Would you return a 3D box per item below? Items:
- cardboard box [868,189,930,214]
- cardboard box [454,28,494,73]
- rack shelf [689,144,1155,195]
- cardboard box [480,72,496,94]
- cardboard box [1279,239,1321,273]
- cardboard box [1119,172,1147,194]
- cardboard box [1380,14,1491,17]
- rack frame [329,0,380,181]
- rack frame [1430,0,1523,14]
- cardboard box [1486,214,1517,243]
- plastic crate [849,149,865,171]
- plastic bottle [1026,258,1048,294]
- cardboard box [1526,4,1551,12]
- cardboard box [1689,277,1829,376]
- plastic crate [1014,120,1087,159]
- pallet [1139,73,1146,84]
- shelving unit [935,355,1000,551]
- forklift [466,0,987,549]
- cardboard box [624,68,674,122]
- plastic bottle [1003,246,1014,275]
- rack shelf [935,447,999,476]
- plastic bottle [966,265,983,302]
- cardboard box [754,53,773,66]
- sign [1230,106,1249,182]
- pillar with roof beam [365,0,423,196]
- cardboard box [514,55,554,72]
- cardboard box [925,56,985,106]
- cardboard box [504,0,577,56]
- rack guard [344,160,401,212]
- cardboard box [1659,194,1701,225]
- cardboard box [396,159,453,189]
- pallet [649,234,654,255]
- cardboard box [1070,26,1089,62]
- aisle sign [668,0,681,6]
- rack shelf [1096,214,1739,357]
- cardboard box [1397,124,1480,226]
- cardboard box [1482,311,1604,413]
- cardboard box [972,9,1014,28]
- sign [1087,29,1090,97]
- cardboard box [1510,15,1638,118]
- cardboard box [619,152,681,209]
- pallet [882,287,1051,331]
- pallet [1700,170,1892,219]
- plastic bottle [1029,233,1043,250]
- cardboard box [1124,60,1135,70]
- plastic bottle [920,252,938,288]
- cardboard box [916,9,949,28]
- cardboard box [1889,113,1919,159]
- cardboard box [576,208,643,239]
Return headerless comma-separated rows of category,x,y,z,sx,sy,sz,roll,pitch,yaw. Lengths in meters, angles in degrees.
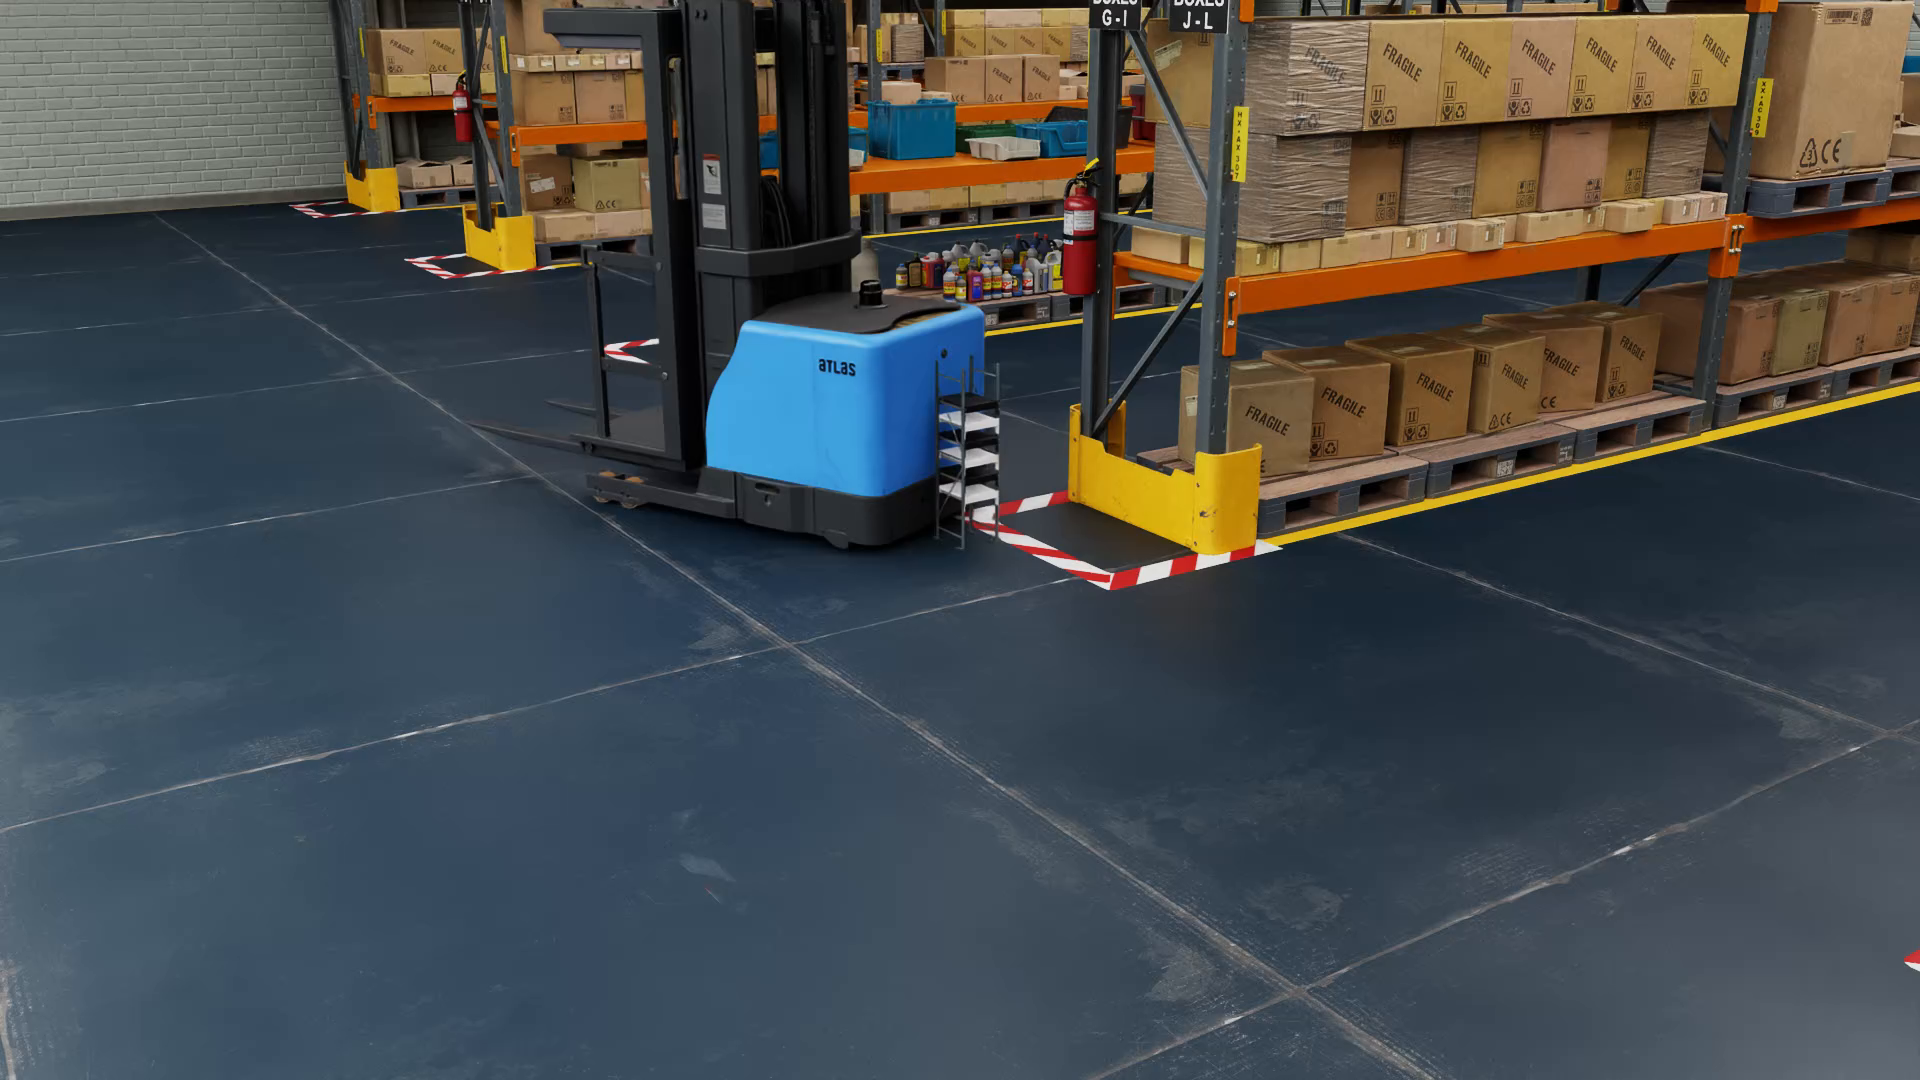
cardboard box,-0.677,-3.768,18.344,0.500,0.250,0.500,-13,22,-33
cardboard box,-5.801,-5.958,20.216,0.500,0.500,0.500,-13,22,-33
rack shelf,-0.099,-2.848,13.109,4.000,0.370,1.077,-12,22,-31
cardboard box,-5.781,-5.609,20.357,0.500,0.250,0.500,-12,22,-32
cardboard box,1.543,-1.418,8.148,0.250,0.149,0.380,-12,22,-31
cardboard box,1.886,-4.310,19.947,0.500,0.250,0.500,-11,22,-30
cardboard box,2.534,-2.600,9.069,0.500,0.500,0.500,-12,22,-31
rack frame,-7.218,-5.487,19.790,0.127,3.000,1.000,-12,22,-31
rack frame,4.912,-4.246,16.120,0.127,3.000,1.000,-12,22,-31
cardboard box,2.766,-1.697,8.973,0.250,0.149,0.380,-12,22,-31
plastic crate,-0.845,-2.783,12.206,0.250,0.136,0.298,-12,22,-31
plastic bottle,0.624,-2.151,13.488,0.135,0.276,0.152,-11,22,-30
cardboard box,7.800,-7.168,23.046,0.500,0.500,0.500,-11,22,-30
cardboard box,5.229,-1.422,10.984,0.500,0.500,0.700,-12,22,-32
plastic crate,0.796,-3.203,13.268,0.616,0.251,0.499,-12,22,-31
pallet,2.718,-5.619,20.480,1.003,0.211,1.213,-12,22,-31
shelving unit,0.035,-0.423,8.092,0.210,0.900,0.258,-13,22,-33
forklift,-1.380,-1.681,8.642,3.031,2.935,1.130,12,22,31
cardboard box,-3.240,-4.468,16.622,0.500,0.500,0.700,-12,22,-31
plastic bottle,0.409,-2.357,14.106,0.097,0.271,0.097,0,19,0
rack shelf,0.035,-0.392,8.102,0.200,0.077,0.258,-13,22,-33
plastic bottle,0.115,-2.029,13.118,0.133,0.283,0.061,-11,22,-31
cardboard box,-2.110,-4.938,16.997,0.250,0.149,0.380,-12,22,-32
sign,1.253,-1.777,7.465,0.005,0.325,0.100,-12,22,-31
pillar with roof beam,-4.741,-7.532,16.473,0.400,9.000,9.100,-12,22,-31
cardboard box,-4.044,-4.528,15.787,0.250,0.149,0.380,-12,22,-32
cardboard box,-0.059,-5.138,18.603,0.500,0.500,0.500,-10,21,-28
cardboard box,-4.049,-4.912,15.910,0.500,0.500,0.700,-12,22,-31
rack guard,-7.155,-4.316,20.230,0.348,0.500,1.175,-12,22,-31
cardboard box,4.063,-1.939,9.690,0.250,0.149,0.380,-12,22,-31
cardboard box,-6.591,-4.519,20.440,0.500,0.311,0.500,-15,24,-37
pallet,-2.857,-3.201,17.383,1.213,0.211,1.003,-12,22,-31
cardboard box,1.712,-7.471,25.007,0.500,0.500,0.500,-12,22,-31
aisle sign,-1.993,-4.135,11.733,0.004,0.787,0.394,-12,22,-31
rack shelf,2.625,-1.523,9.191,4.000,0.370,1.077,-12,22,-31
cardboard box,2.222,-1.986,8.816,0.500,0.500,0.875,-12,22,-31
cardboard box,3.465,-1.069,9.969,0.500,0.500,0.500,-5,19,-14
cardboard box,0.433,-7.555,24.085,0.500,0.250,0.500,-12,22,-32
sign,0.666,-2.362,8.247,0.005,0.325,0.100,-12,22,-31
cardboard box,3.236,-2.549,8.920,0.500,0.500,0.500,-12,22,-31
cardboard box,-3.093,-3.629,16.762,0.500,0.500,0.500,-12,22,-31
pallet,-0.032,-1.897,13.526,1.213,0.211,1.003,-12,22,-31
pallet,5.014,-2.221,10.431,1.213,0.211,1.003,-12,22,-31
plastic bottle,0.669,-2.464,14.298,0.185,0.351,0.144,-11,22,-30
cardboard box,2.480,-7.305,25.529,0.250,0.149,0.380,-11,22,-30
plastic bottle,-0.251,-2.233,13.731,0.135,0.276,0.152,-12,22,-31
cardboard box,-0.300,-7.598,24.213,0.500,0.250,0.500,-11,22,-30
cardboard box,6.392,-2.690,11.073,0.258,0.266,0.396,-13,22,-33
cardboard box,-3.505,-3.183,16.613,0.500,0.250,0.500,-12,22,-31
